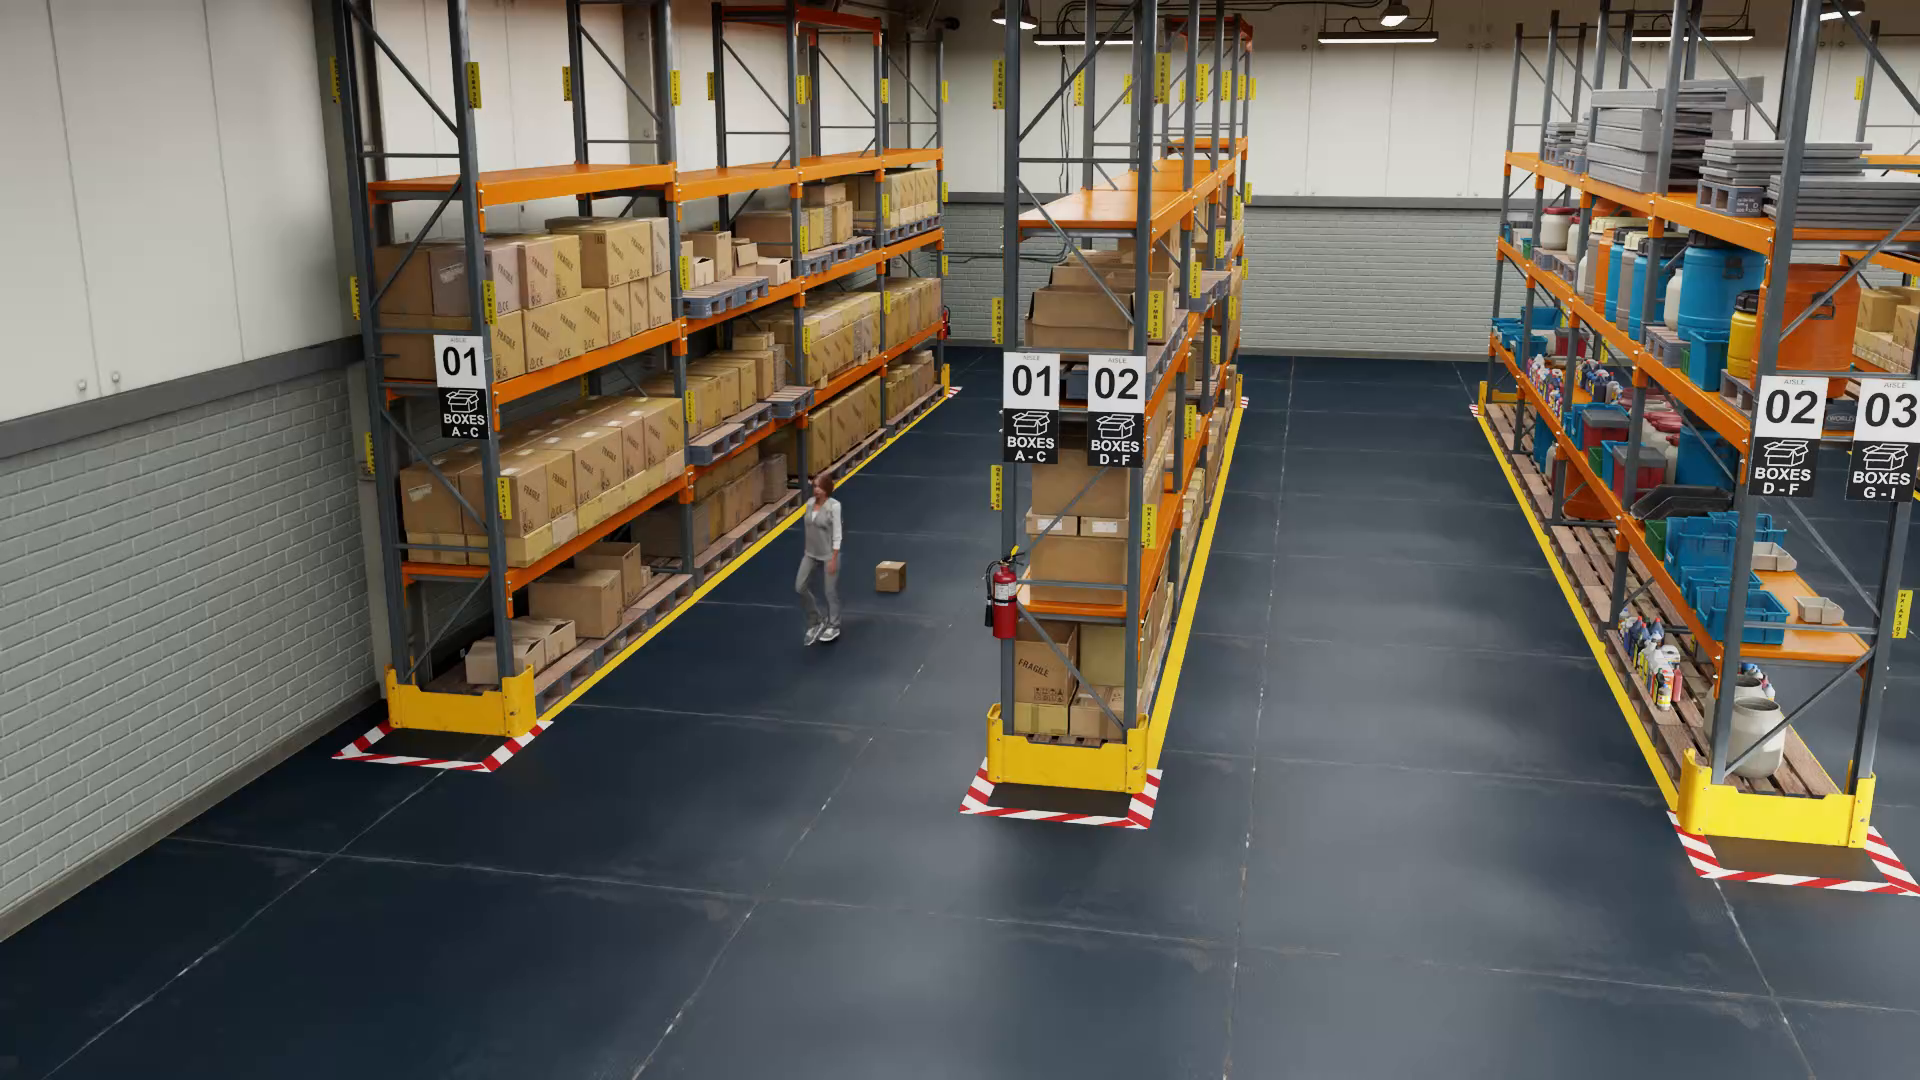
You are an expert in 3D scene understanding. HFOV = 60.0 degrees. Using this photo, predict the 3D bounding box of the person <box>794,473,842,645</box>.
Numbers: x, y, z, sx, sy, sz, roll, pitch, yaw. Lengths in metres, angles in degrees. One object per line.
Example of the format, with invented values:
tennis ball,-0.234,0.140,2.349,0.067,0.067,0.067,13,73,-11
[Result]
person,-1.286,0.185,15.296,0.459,1.624,0.466,8,17,28
